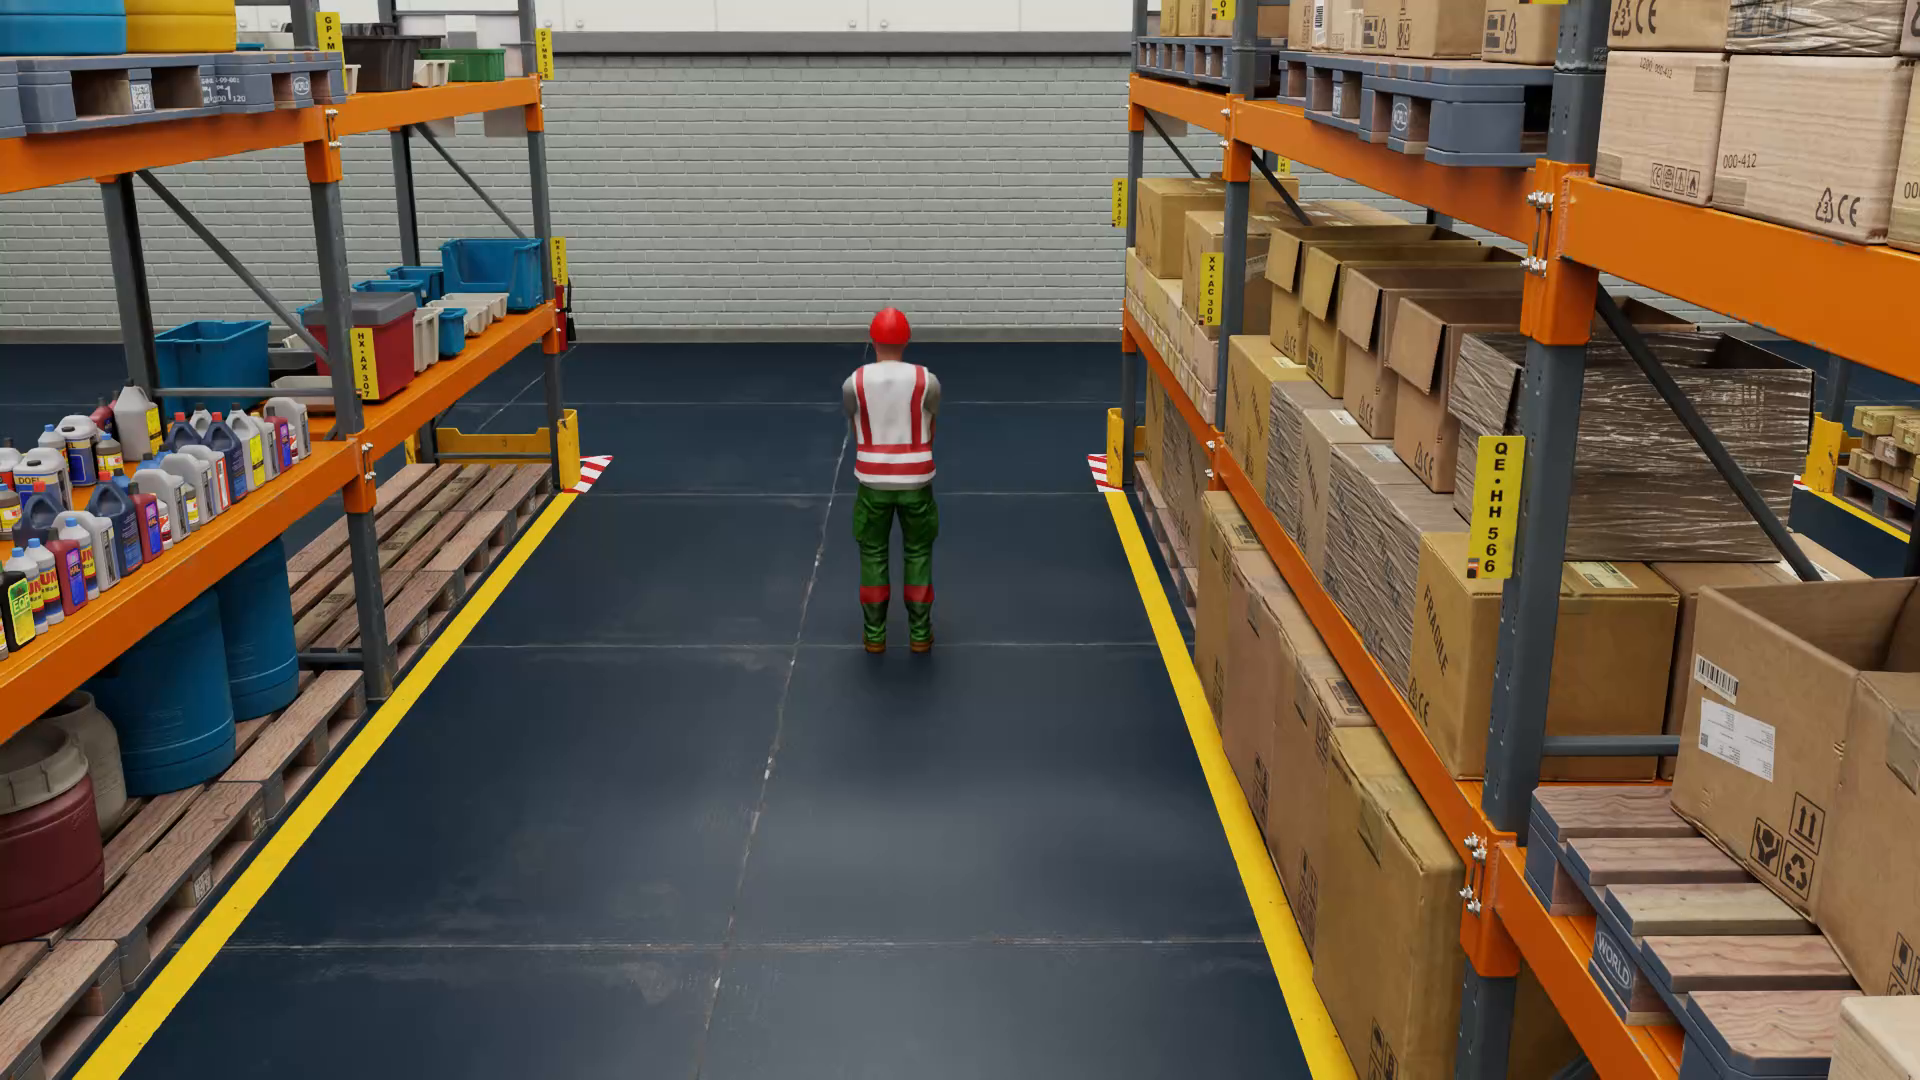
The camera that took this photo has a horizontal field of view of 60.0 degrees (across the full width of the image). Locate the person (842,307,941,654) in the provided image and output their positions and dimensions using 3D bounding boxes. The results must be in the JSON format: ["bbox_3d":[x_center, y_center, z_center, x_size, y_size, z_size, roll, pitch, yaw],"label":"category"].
[{"bbox_3d":[-0.344,-0.327,8.575,0.495,1.787,0.561,0,17,-1],"label":"person"}]
